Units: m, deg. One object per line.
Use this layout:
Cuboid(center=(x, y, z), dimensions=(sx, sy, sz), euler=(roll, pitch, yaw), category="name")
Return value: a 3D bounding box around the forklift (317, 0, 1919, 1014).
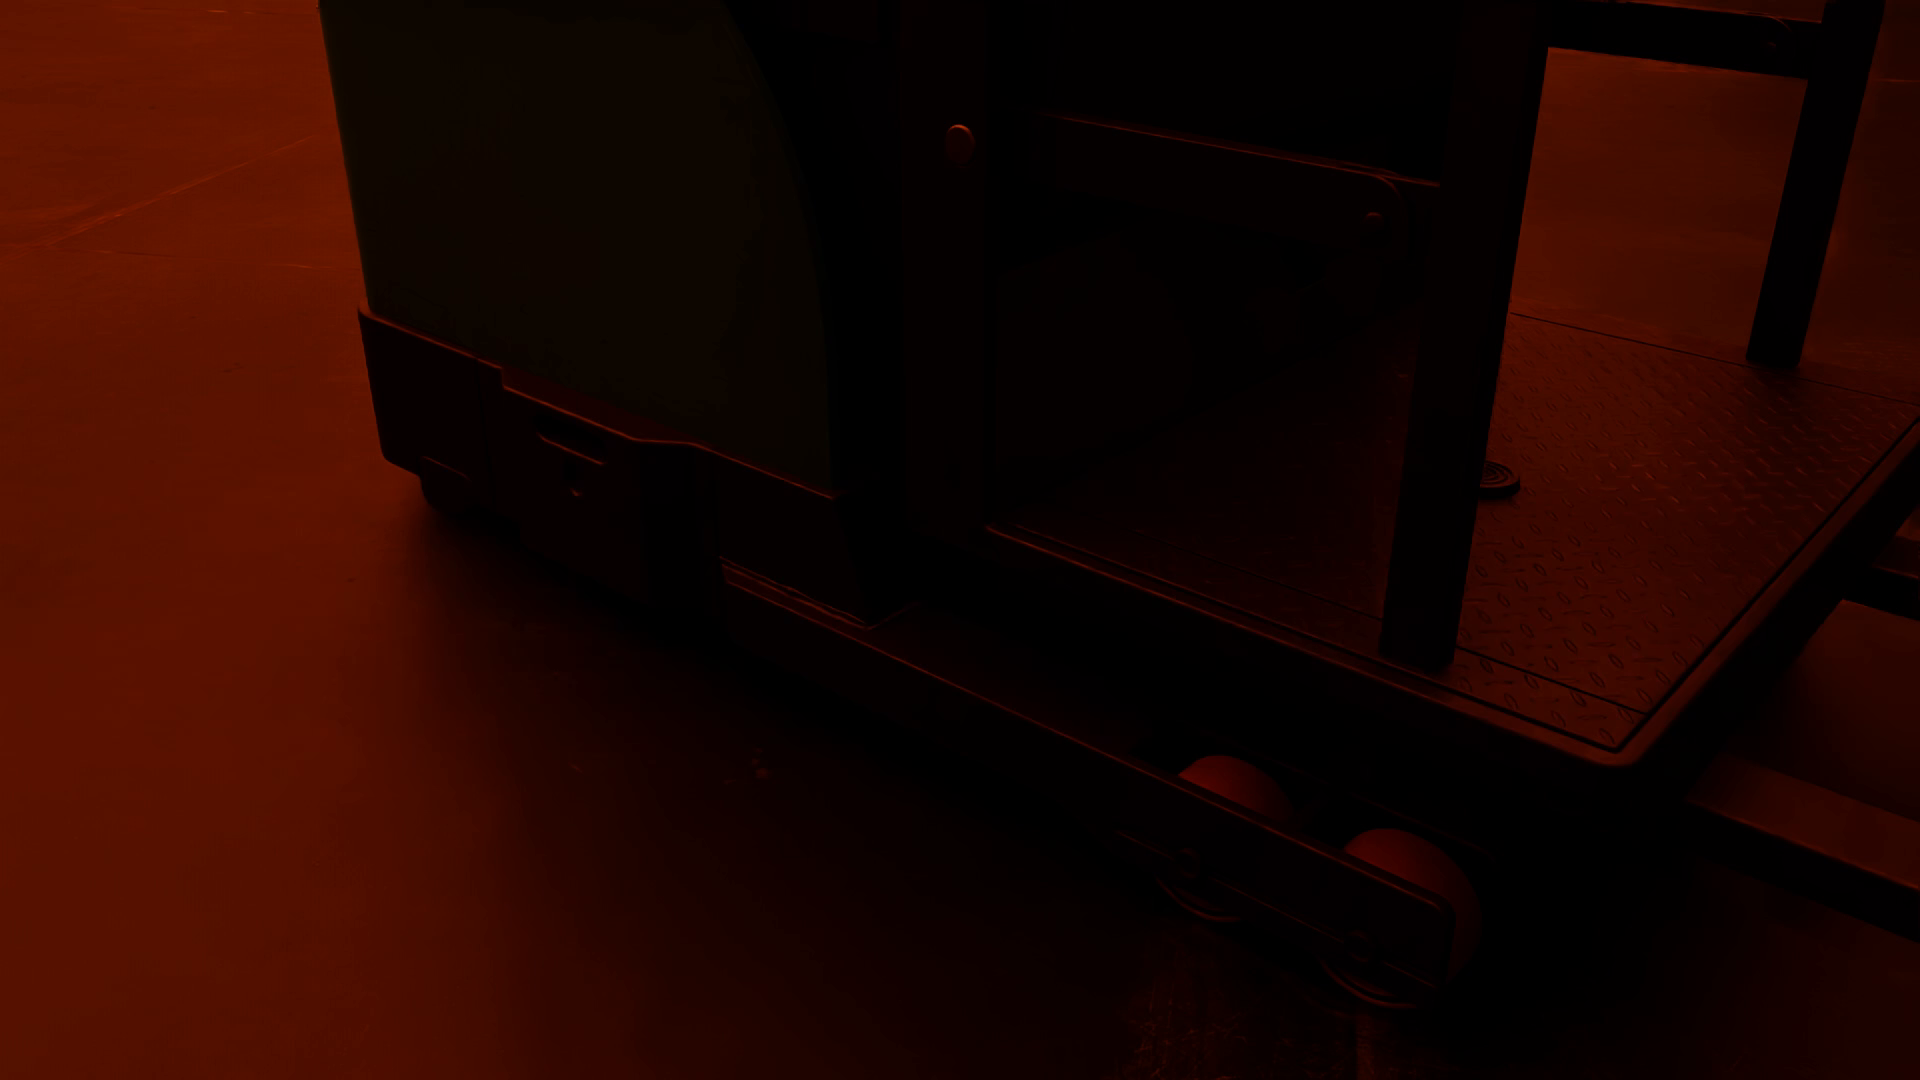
Cuboid(center=(0.530, -1.127, 1.480), dimensions=(3.031, 2.935, 1.130), euler=(21, 34, 36), category="forklift")
